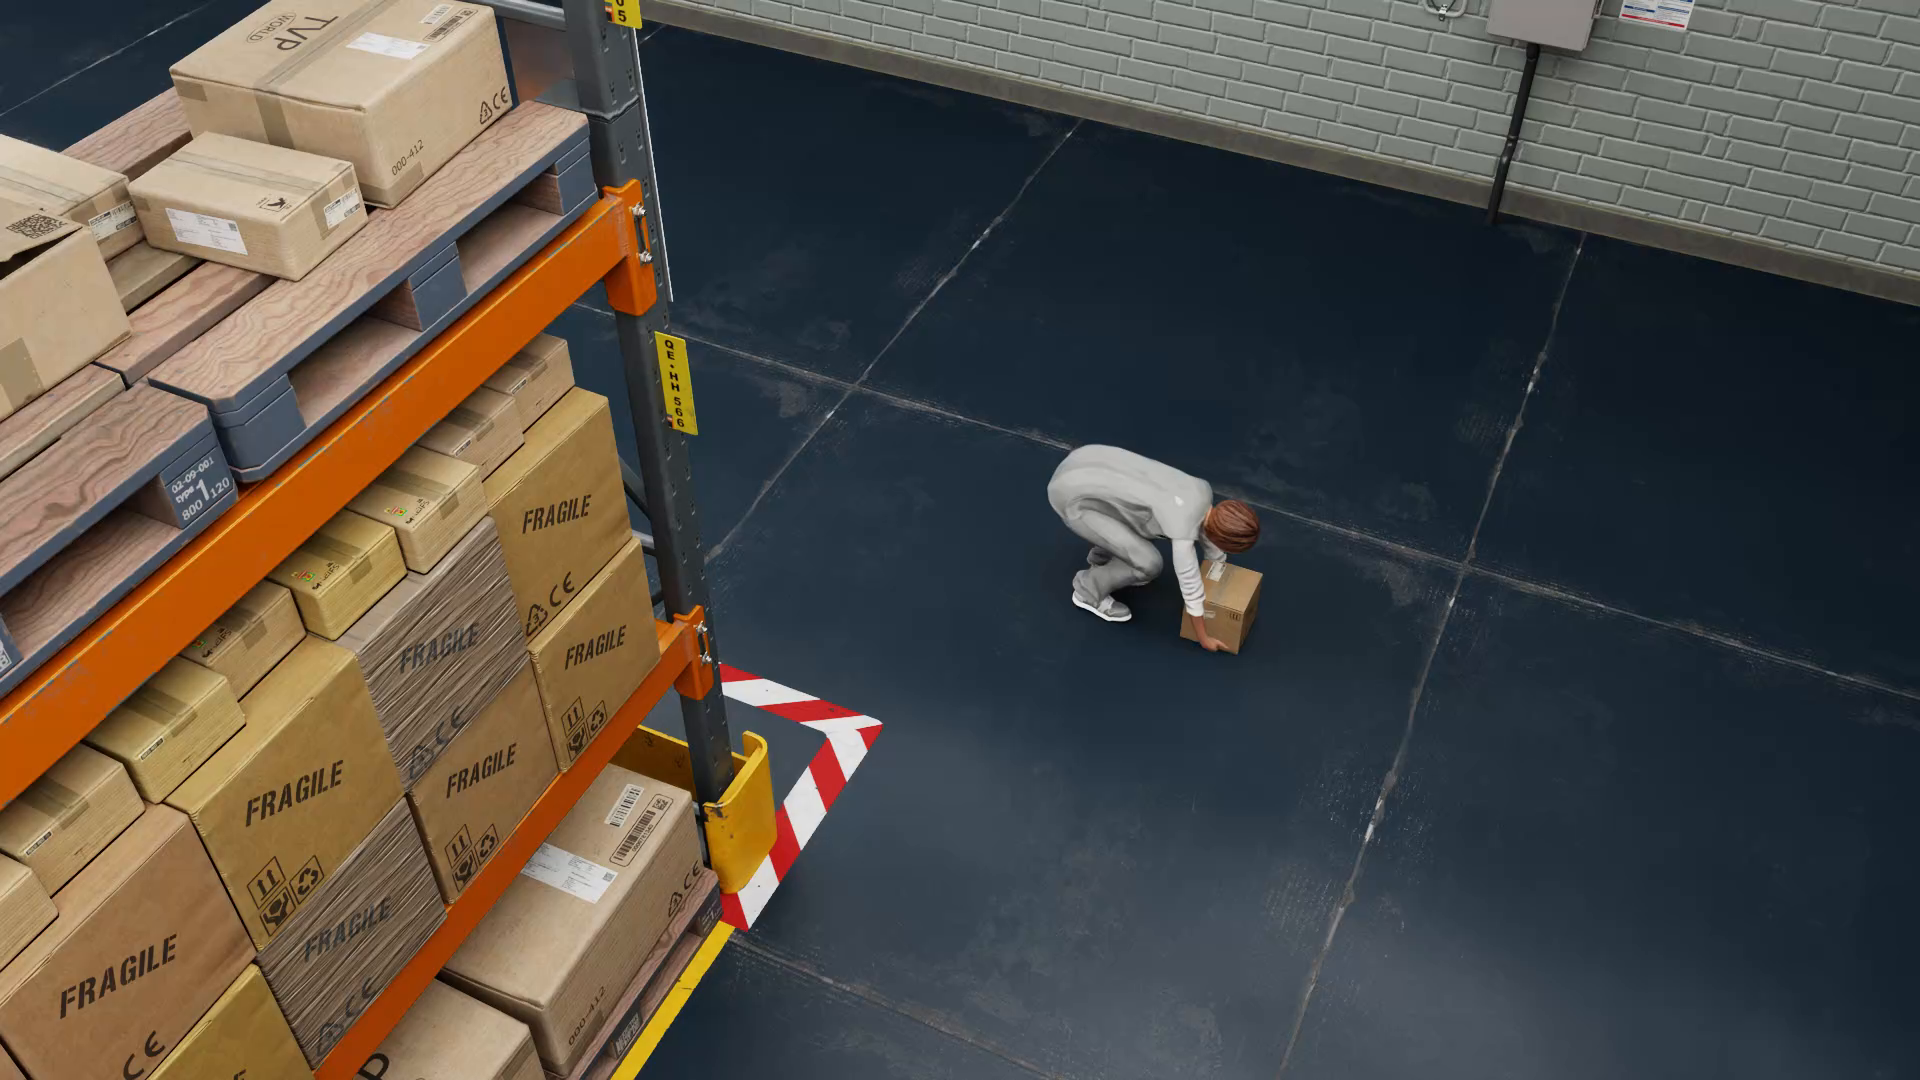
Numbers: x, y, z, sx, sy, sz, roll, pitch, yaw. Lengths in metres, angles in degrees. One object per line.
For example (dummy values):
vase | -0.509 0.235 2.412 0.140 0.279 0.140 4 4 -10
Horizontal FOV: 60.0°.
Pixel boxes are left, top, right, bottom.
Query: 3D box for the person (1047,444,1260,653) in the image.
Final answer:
person | 0.781 -0.001 6.815 0.872 0.768 0.427 16 45 17
